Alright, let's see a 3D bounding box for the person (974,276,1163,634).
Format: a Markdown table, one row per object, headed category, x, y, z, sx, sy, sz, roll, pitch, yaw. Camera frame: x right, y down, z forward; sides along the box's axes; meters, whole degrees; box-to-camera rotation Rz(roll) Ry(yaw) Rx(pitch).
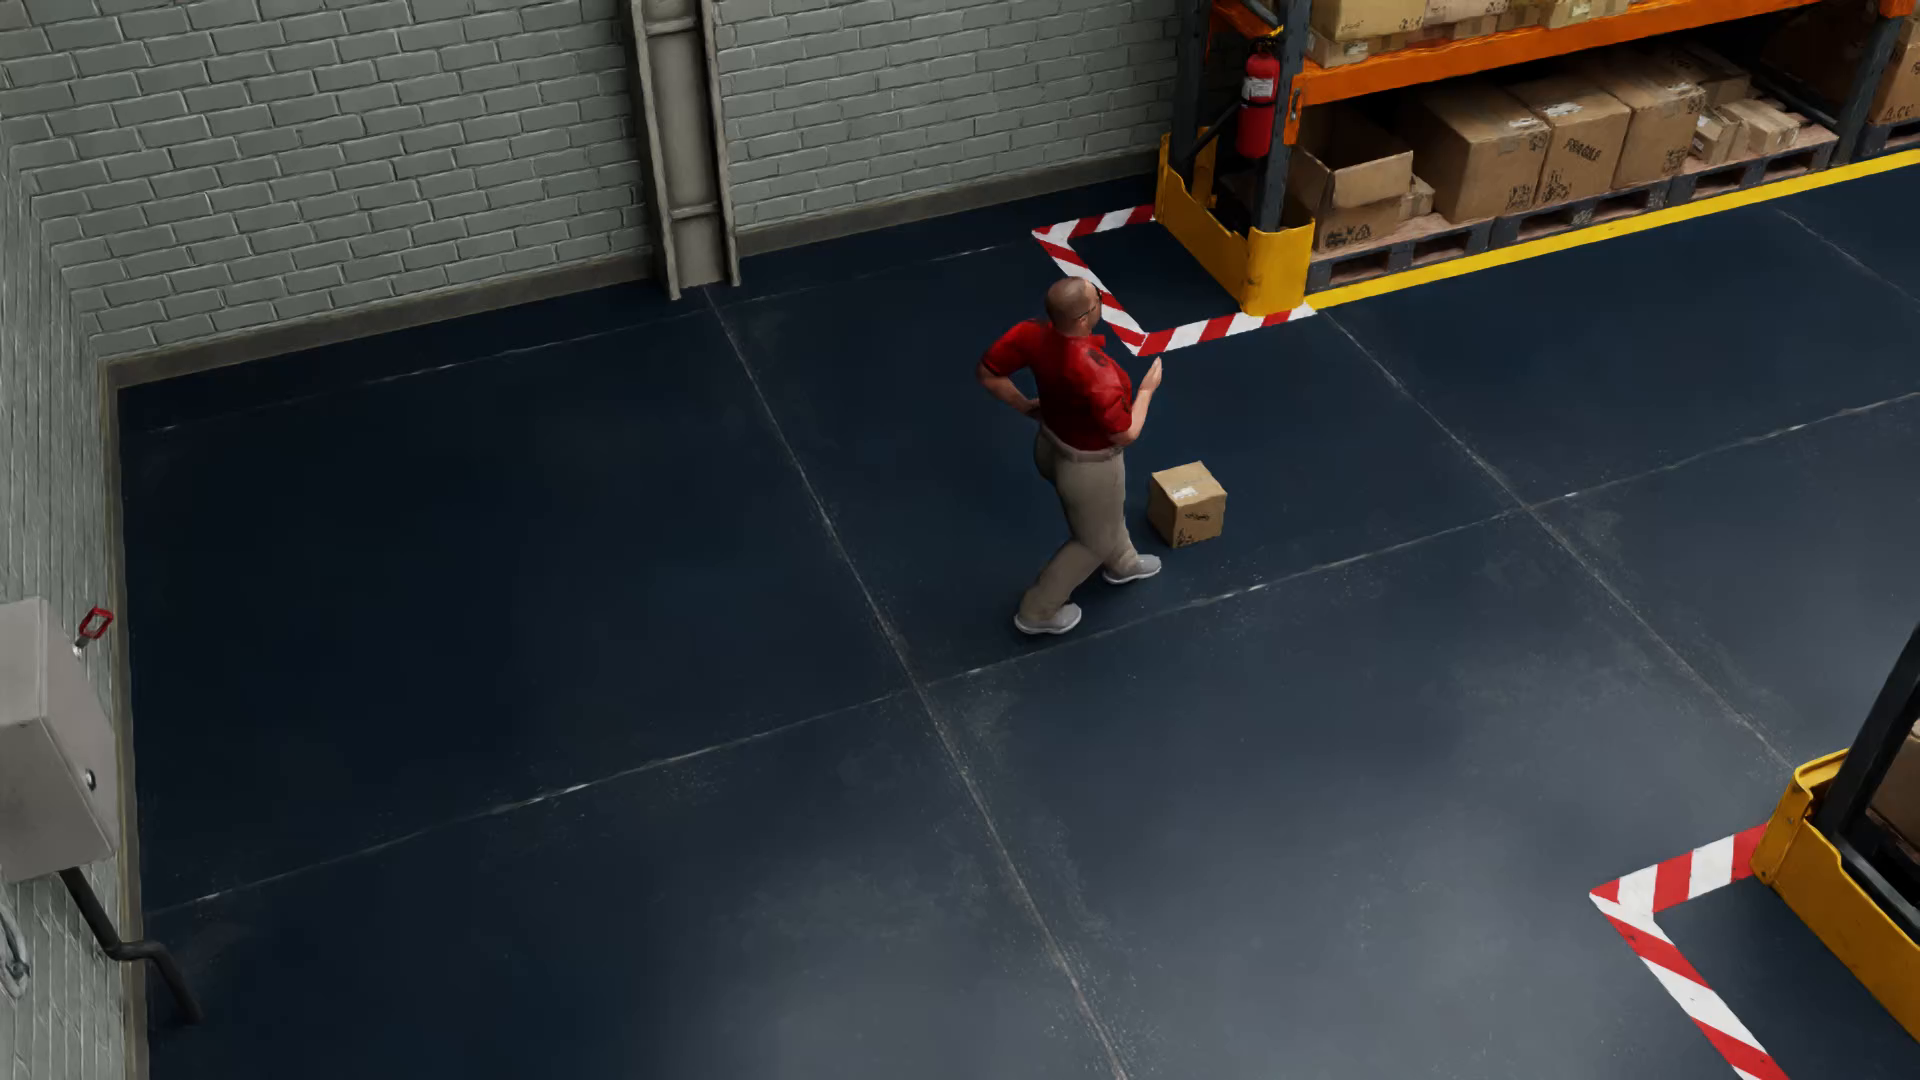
| category | x | y | z | sx | sy | sz | roll | pitch | yaw |
| --- | --- | --- | --- | --- | --- | --- | --- | --- | --- |
| person | 0.559 | -0.339 | 6.582 | 0.851 | 1.730 | 0.622 | -18 | 45 | -19 |
